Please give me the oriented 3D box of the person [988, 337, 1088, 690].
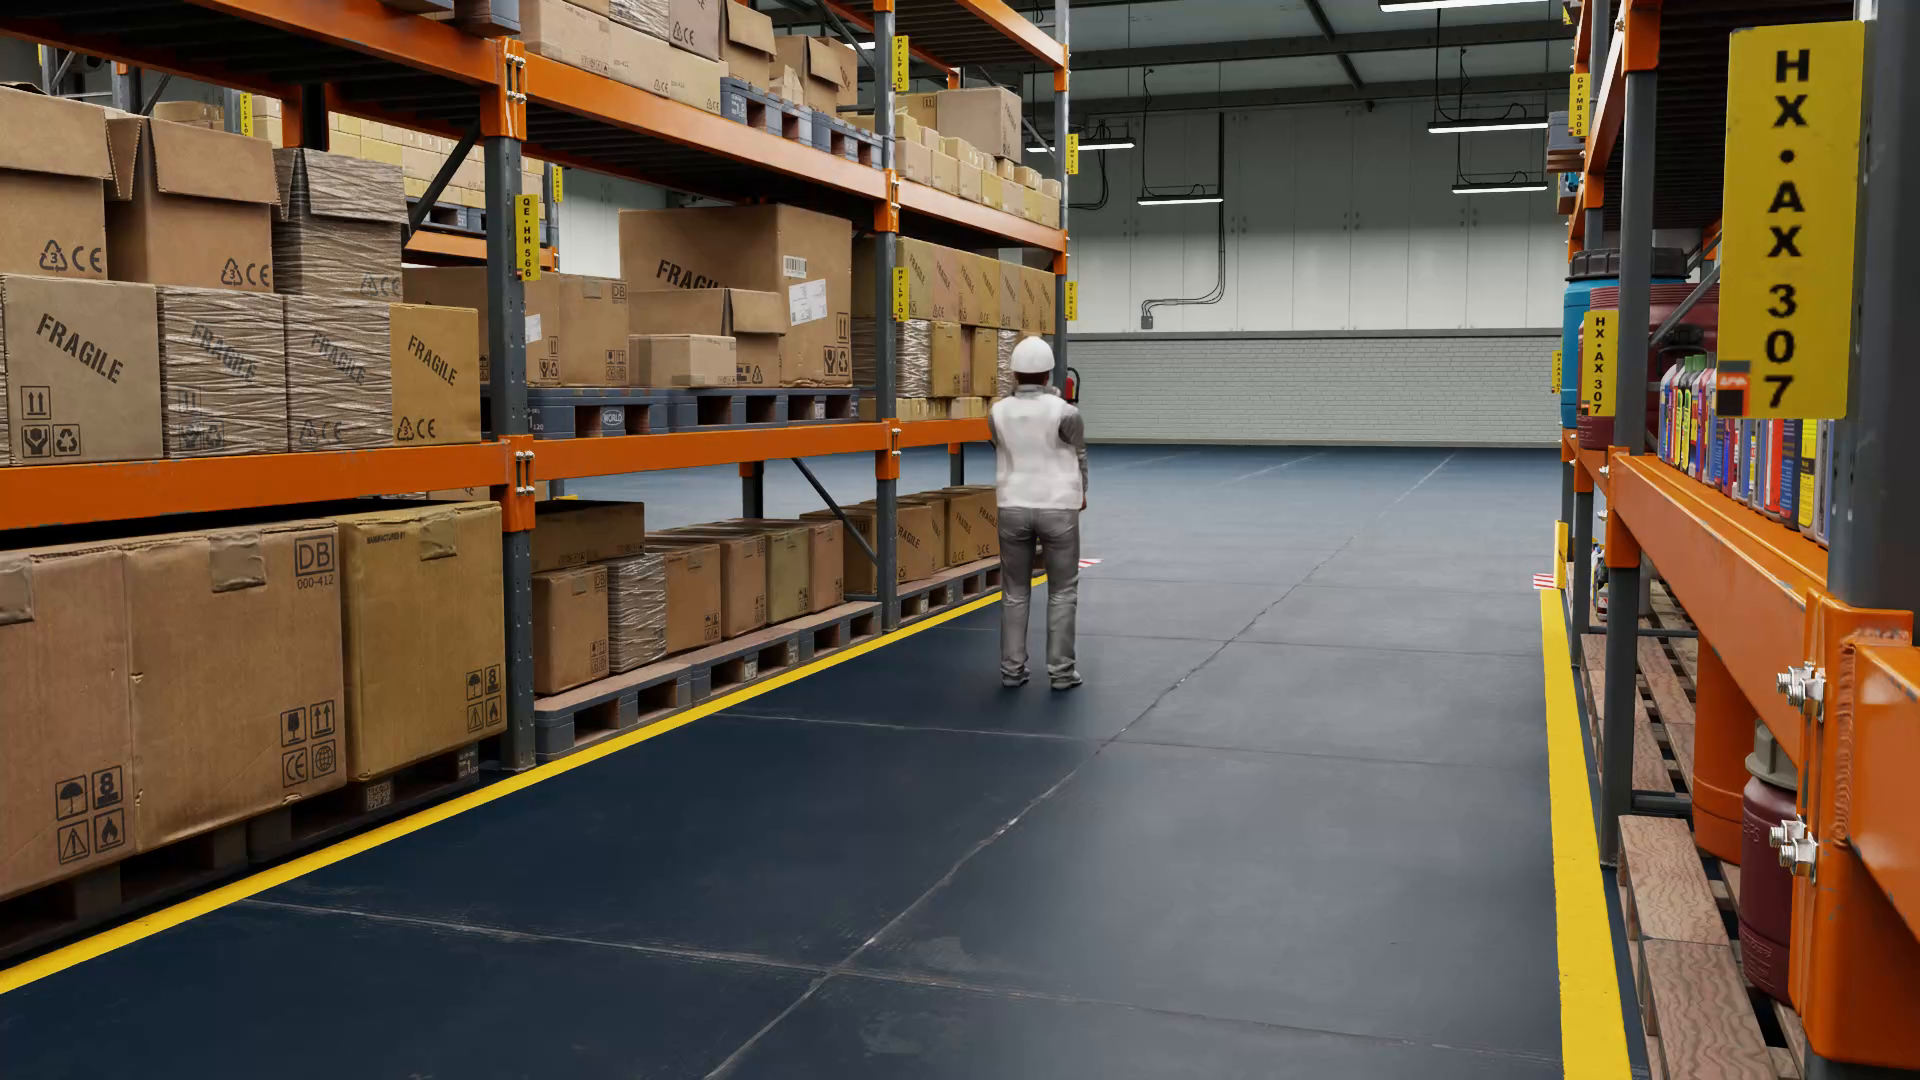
[{"bbox_3d":[0.414,-0.146,8.502,0.494,1.767,0.554,2,5,19],"label":"person"}]
